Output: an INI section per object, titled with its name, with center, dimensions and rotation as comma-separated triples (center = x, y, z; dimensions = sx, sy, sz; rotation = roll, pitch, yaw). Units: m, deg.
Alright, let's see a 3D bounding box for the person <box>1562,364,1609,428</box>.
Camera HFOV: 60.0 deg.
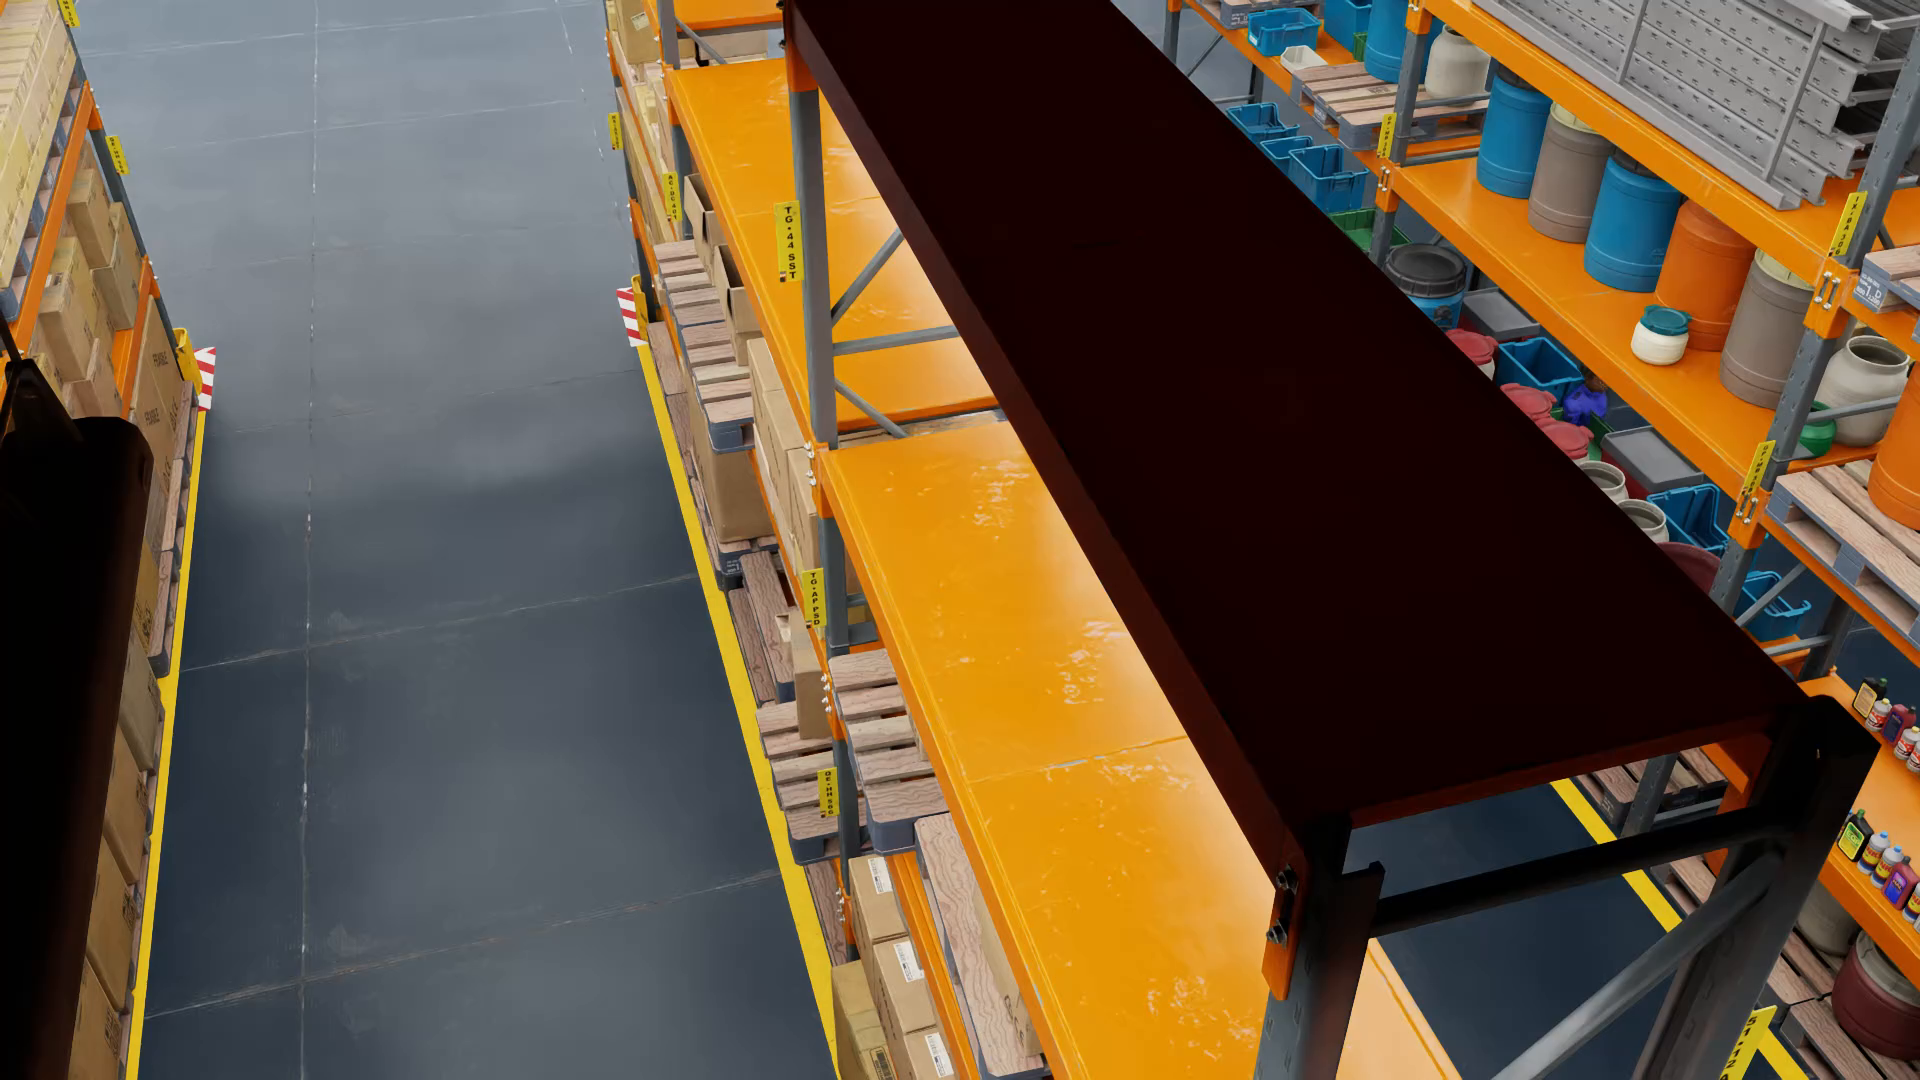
[person]
center = 4.395, -0.665, 12.029
dimensions = 0.491, 1.641, 0.437
rotation = -30, 47, -32
